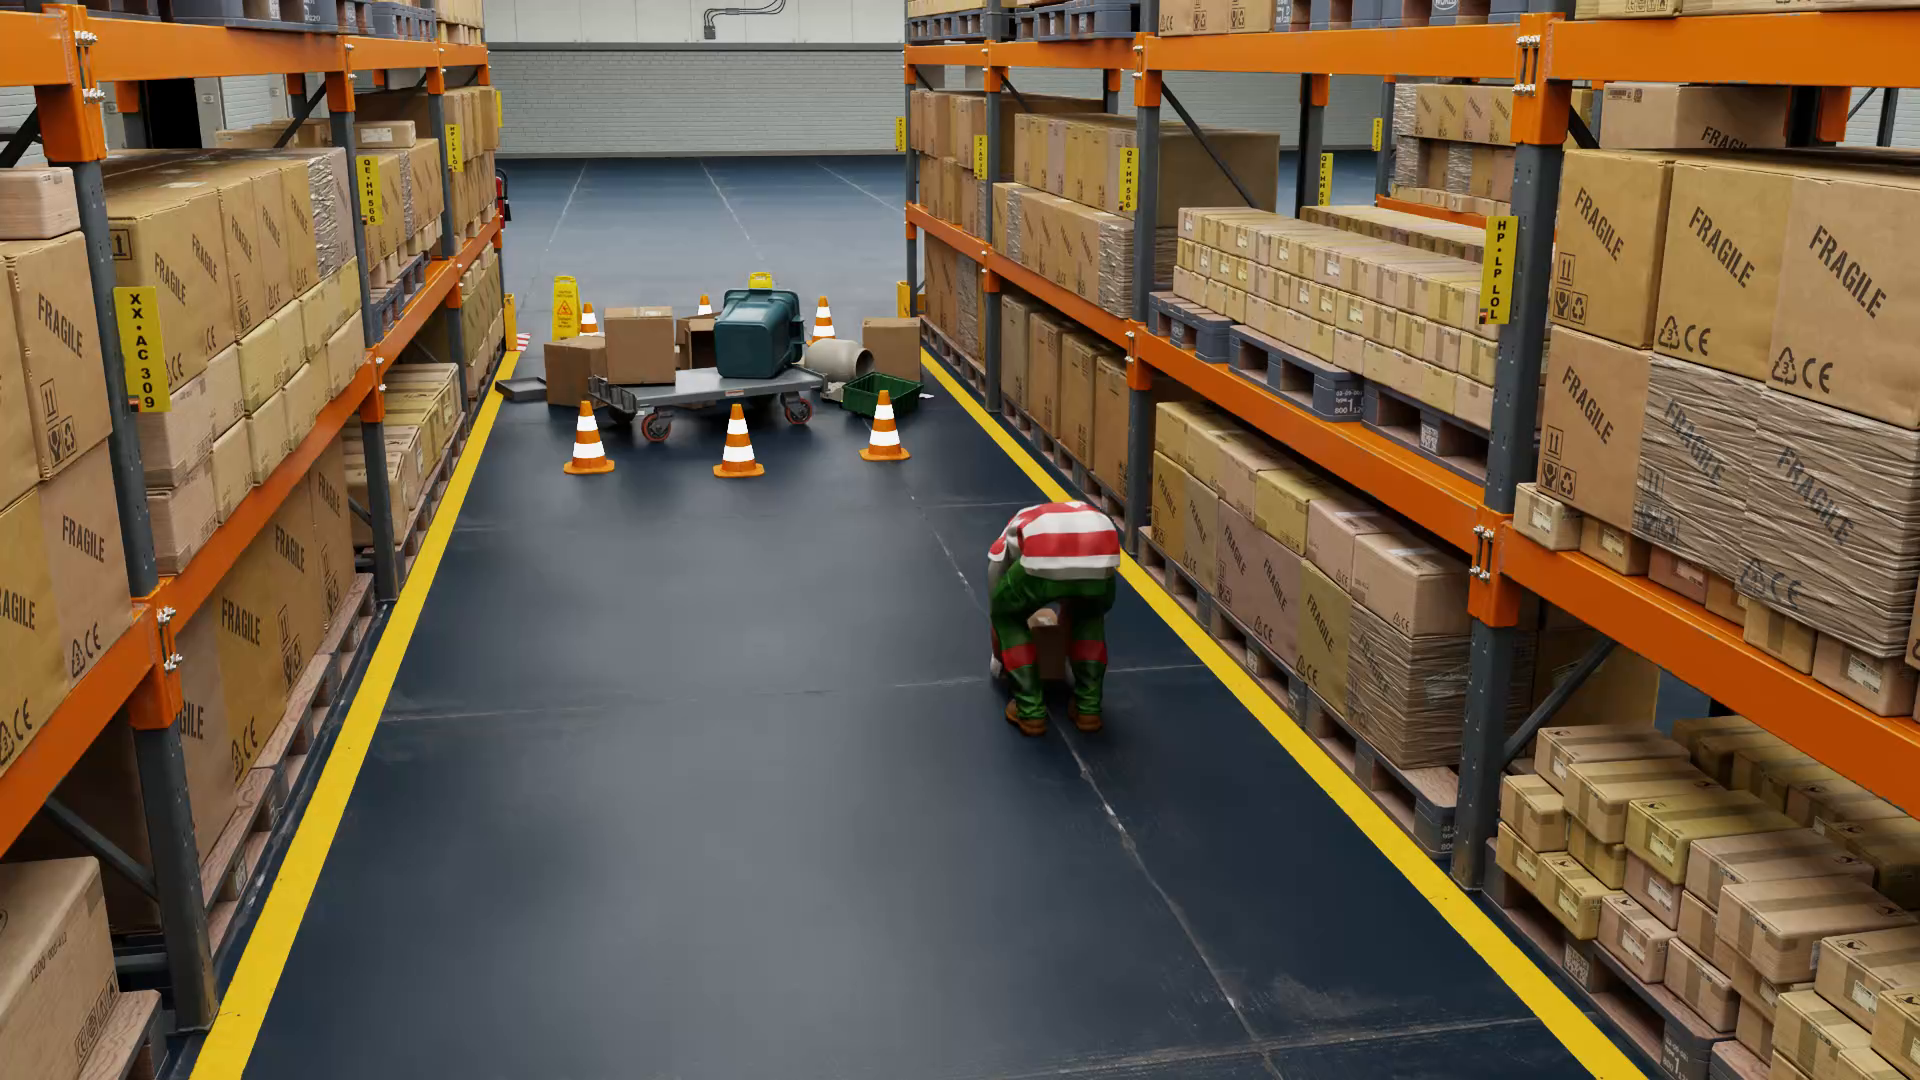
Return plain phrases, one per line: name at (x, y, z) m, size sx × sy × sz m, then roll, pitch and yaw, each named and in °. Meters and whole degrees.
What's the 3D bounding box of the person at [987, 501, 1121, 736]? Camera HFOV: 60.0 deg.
person at (0.365, 0.259, 7.058) m, size 0.532 × 0.970 × 0.948 m, roll -4°, pitch 17°, yaw -13°
